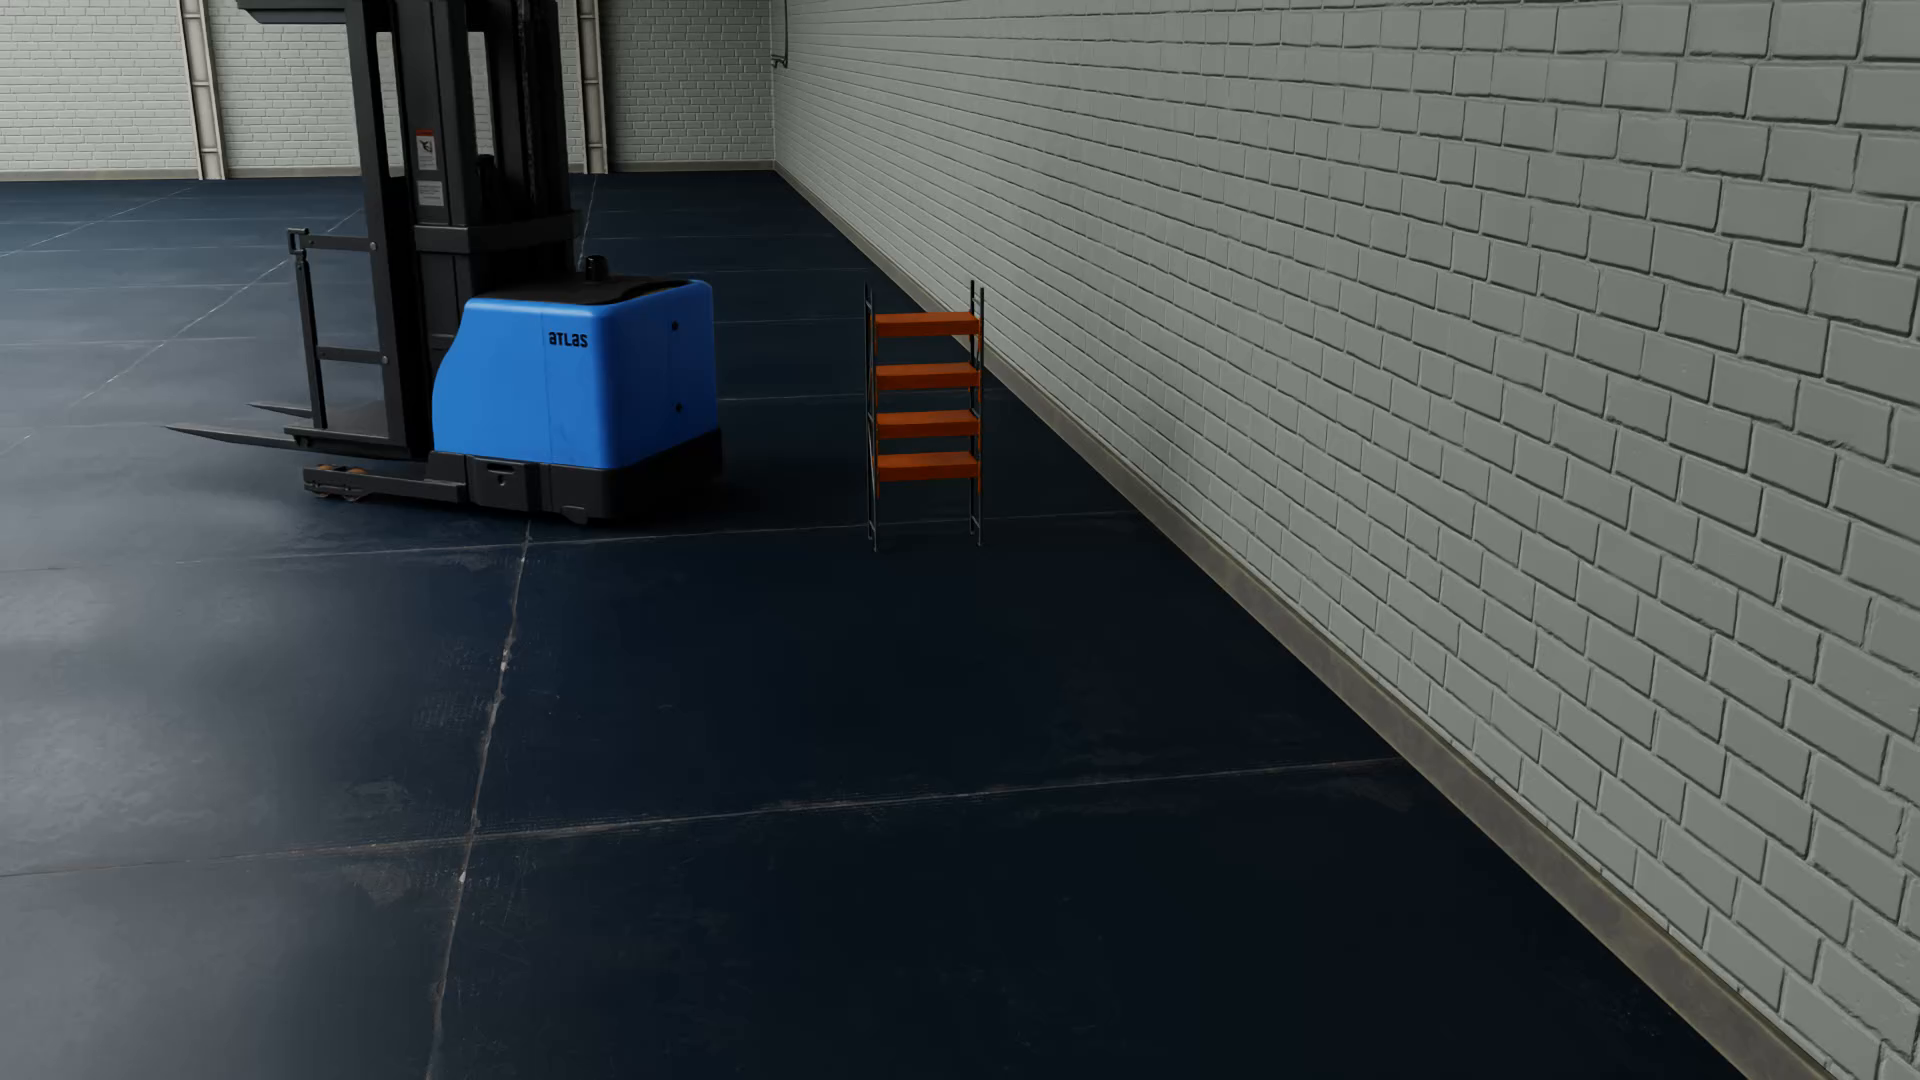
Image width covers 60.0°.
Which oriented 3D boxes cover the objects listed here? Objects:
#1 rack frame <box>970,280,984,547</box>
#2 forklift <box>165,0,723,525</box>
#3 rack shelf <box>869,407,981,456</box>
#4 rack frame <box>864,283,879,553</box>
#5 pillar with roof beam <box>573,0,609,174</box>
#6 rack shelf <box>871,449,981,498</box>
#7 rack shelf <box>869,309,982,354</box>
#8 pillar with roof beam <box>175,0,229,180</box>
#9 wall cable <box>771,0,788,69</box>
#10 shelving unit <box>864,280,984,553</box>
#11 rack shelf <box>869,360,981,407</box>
[{"bbox_3d":[0.077,-0.578,7.650,0.015,1.200,0.240,-3,17,-10],"label":"rack frame"},{"bbox_3d":[-2.812,-1.731,8.456,3.031,2.935,1.130,7,18,21],"label":"forklift"},{"bbox_3d":[-0.163,-0.500,7.625,0.480,0.148,0.258,-3,17,-10],"label":"rack shelf"},{"bbox_3d":[-0.402,-0.551,7.561,0.015,1.200,0.240,-3,17,-10],"label":"rack frame"},{"bbox_3d":[-5.253,-9.188,22.400,0.400,9.000,9.100,-3,17,-10],"label":"pillar with roof beam"},{"bbox_3d":[-0.163,-0.310,7.684,0.480,0.148,0.258,-3,17,-10],"label":"rack shelf"},{"bbox_3d":[-0.163,-0.940,7.490,0.480,0.148,0.258,-3,17,-10],"label":"rack shelf"},{"bbox_3d":[-11.144,-8.854,21.312,0.400,9.000,9.100,-3,17,-10],"label":"pillar with roof beam"},{"bbox_3d":[-2.926,-8.728,26.189,0.112,2.526,3.097,-3,17,-10],"label":"wall cable"},{"bbox_3d":[-0.163,-0.564,7.606,0.503,1.200,0.258,-3,17,-10],"label":"shelving unit"},{"bbox_3d":[-0.163,-0.714,7.560,0.480,0.148,0.258,-3,17,-10],"label":"rack shelf"}]
